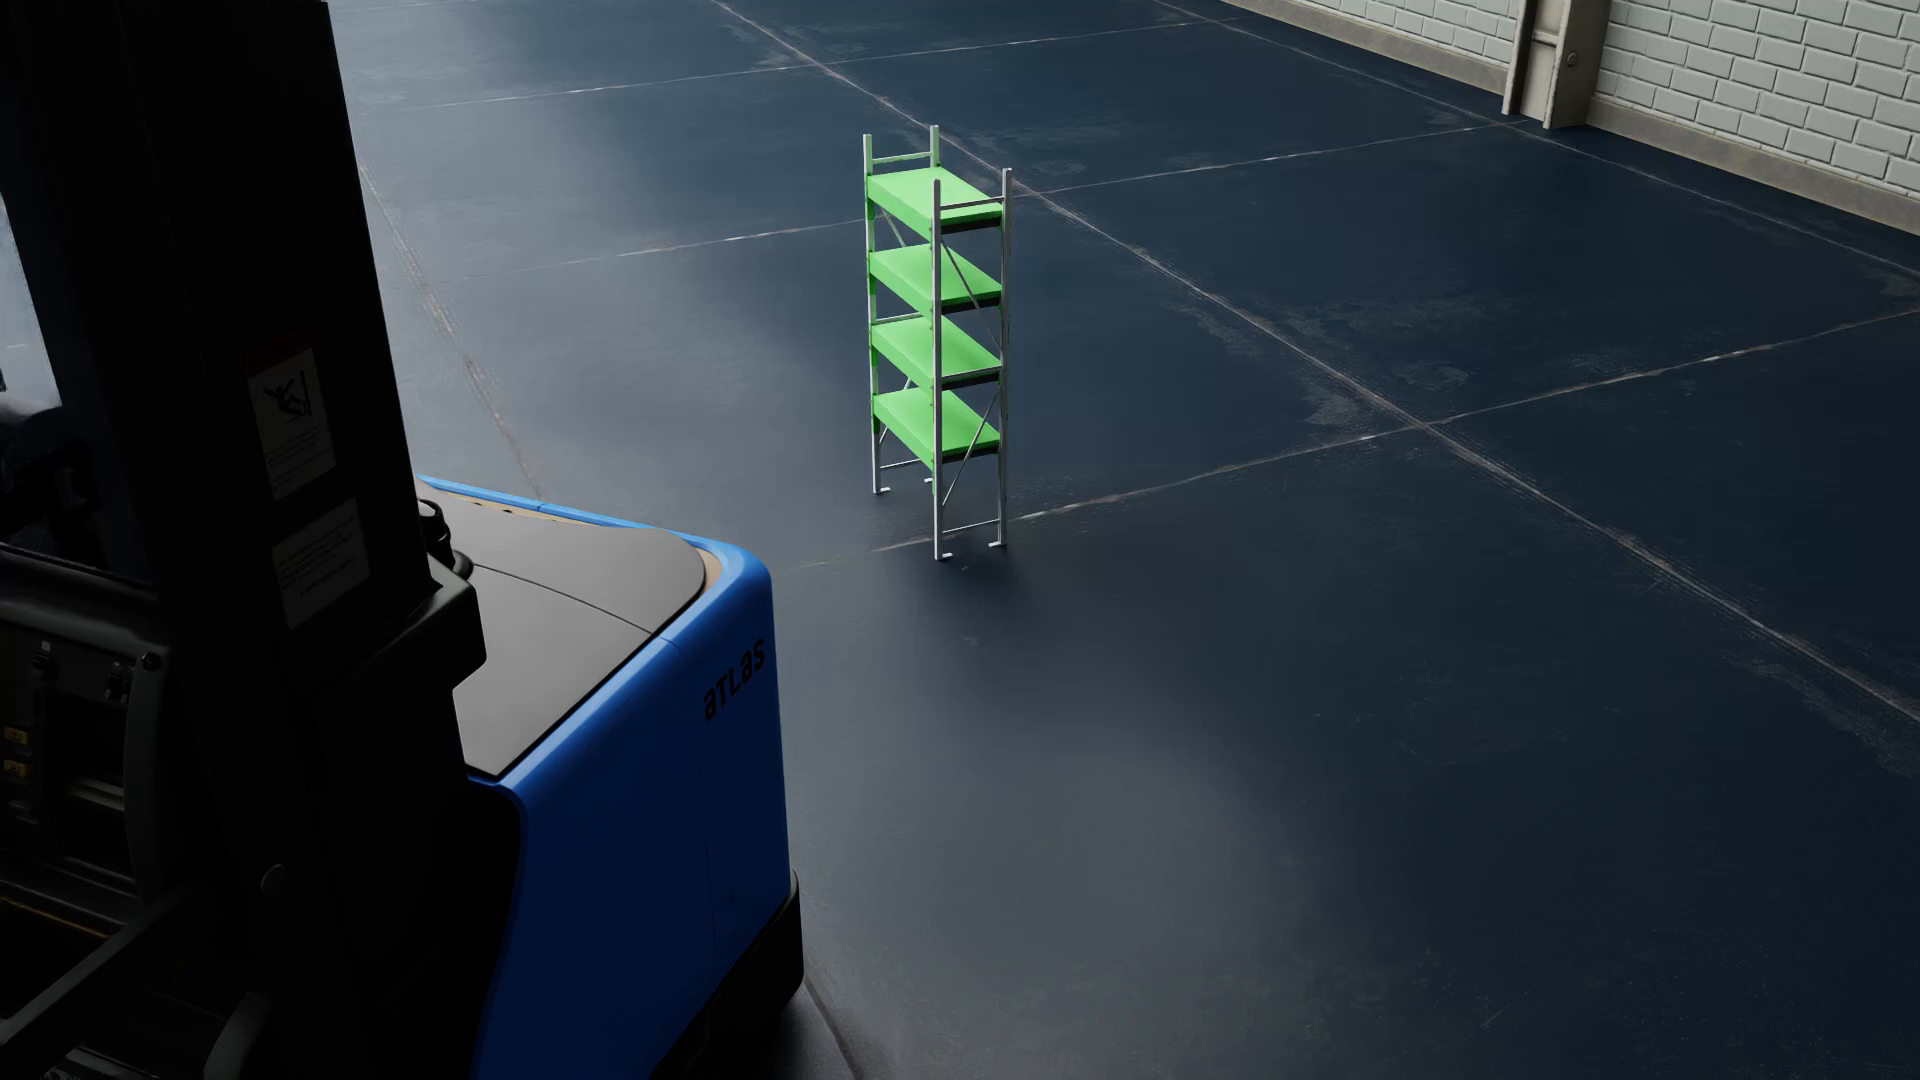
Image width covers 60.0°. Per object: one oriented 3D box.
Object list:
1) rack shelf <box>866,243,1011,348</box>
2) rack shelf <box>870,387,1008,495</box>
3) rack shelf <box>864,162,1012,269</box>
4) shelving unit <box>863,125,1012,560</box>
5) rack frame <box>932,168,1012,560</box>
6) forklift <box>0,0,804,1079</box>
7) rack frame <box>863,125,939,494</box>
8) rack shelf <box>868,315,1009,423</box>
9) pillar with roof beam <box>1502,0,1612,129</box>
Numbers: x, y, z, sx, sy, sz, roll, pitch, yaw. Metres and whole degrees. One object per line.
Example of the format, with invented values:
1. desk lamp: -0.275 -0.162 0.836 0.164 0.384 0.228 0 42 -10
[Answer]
1. rack shelf: -0.071 -0.750 5.001 0.258 0.148 0.480 -13 32 -22
2. rack shelf: -0.071 -0.331 5.236 0.258 0.148 0.480 -13 32 -22
3. rack shelf: -0.071 -0.959 4.883 0.258 0.148 0.480 -13 32 -22
4. shelving unit: -0.071 -0.596 5.087 0.258 1.200 0.503 -13 32 -22
5. rack frame: 0.034 -0.489 4.895 0.240 1.200 0.015 -13 32 -22
6. forklift: -1.373 0.246 1.815 1.130 2.935 3.031 12 31 20
7. rack frame: -0.176 -0.704 5.279 0.240 1.200 0.015 -13 32 -22
8. rack shelf: -0.071 -0.541 5.118 0.258 0.148 0.480 -13 32 -22
9. pillar with roof beam: -0.511 -5.458 5.784 9.100 9.000 0.400 -13 32 -22
